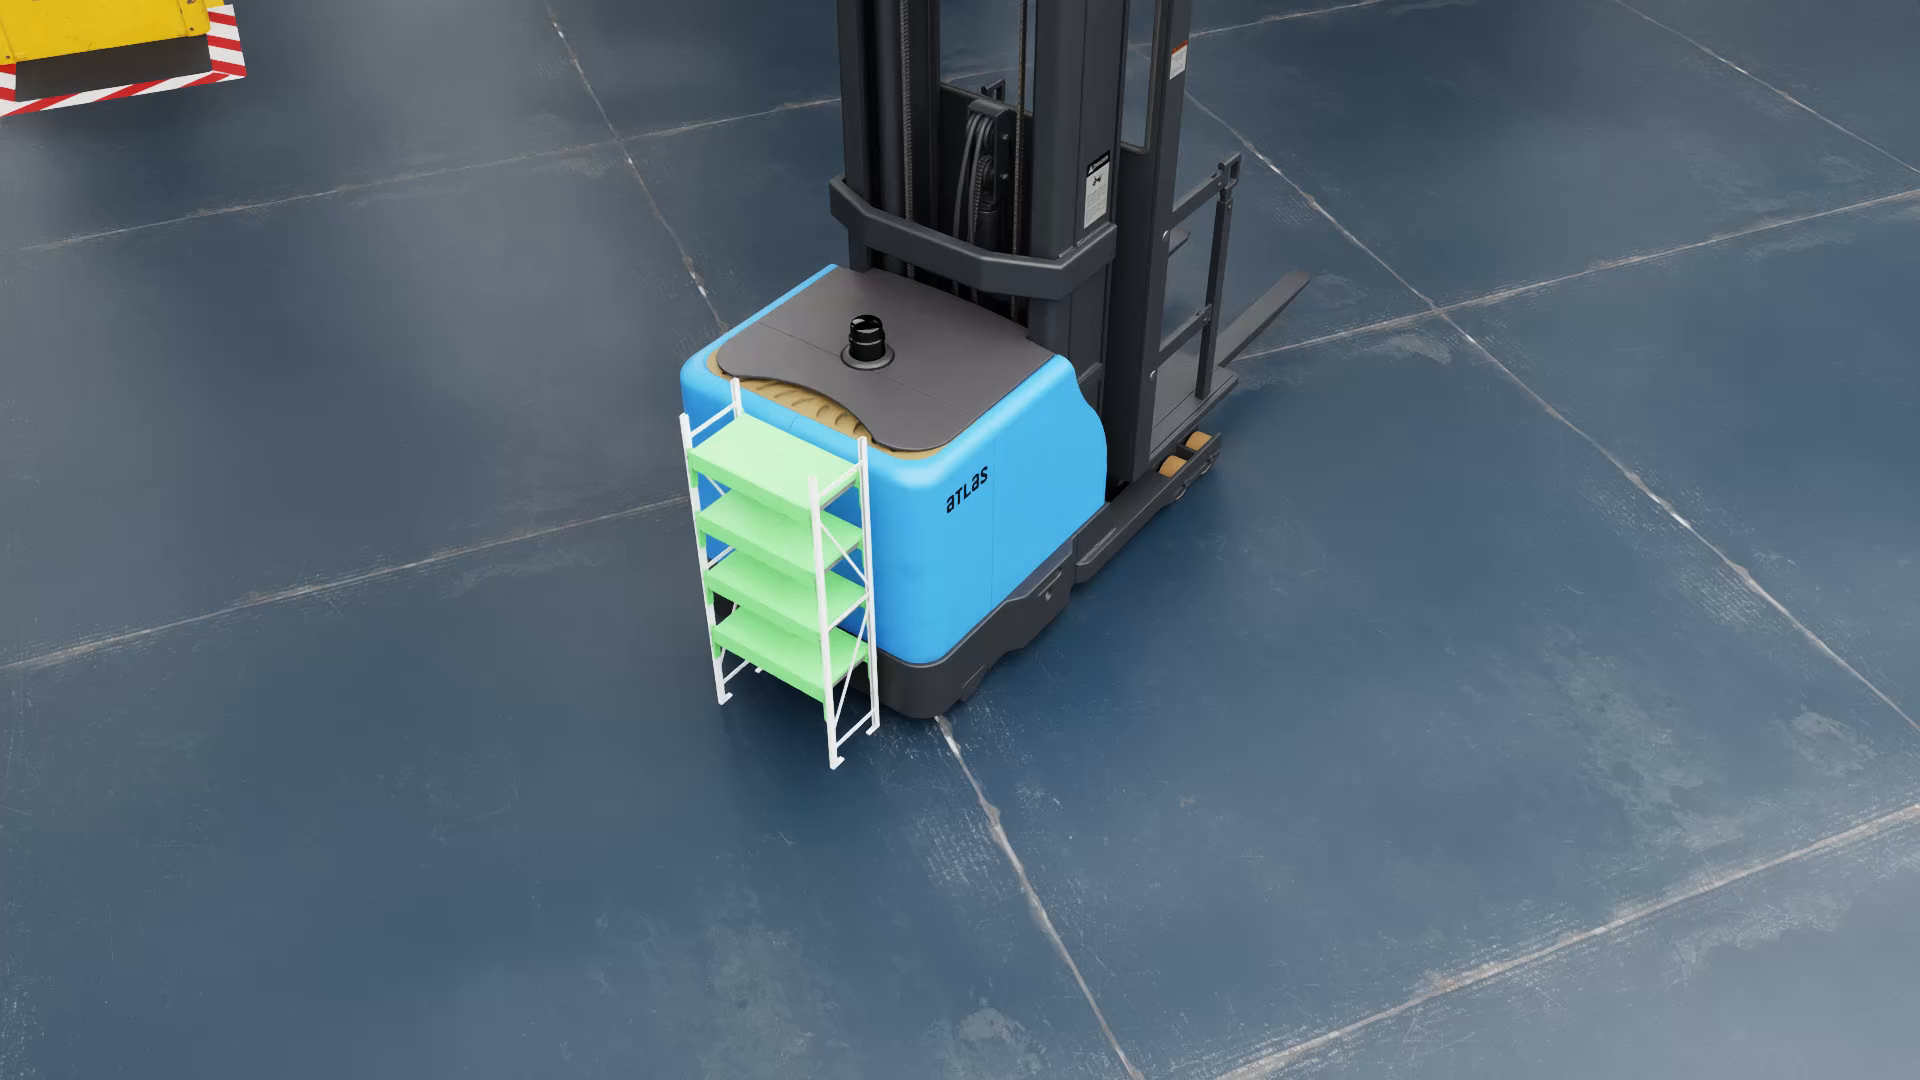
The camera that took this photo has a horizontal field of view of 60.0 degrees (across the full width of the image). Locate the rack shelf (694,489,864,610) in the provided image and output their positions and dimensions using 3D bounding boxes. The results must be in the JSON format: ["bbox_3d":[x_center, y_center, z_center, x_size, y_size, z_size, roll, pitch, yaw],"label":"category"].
[{"bbox_3d":[-0.541,-0.005,5.065,0.480,0.148,0.258,26,47,27],"label":"rack shelf"}]

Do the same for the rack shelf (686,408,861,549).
[{"bbox_3d":[-0.541,-0.186,4.908,0.480,0.148,0.258,26,47,27],"label":"rack shelf"}]

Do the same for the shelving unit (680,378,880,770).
[{"bbox_3d":[-0.541,0.129,5.180,0.503,1.200,0.258,26,47,27],"label":"shelving unit"}]

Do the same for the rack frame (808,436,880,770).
[{"bbox_3d":[-0.344,0.223,5.070,0.015,1.200,0.240,26,47,27],"label":"rack frame"}]

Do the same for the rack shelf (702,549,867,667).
[{"bbox_3d":[-0.541,0.177,5.221,0.480,0.148,0.258,26,47,27],"label":"rack shelf"}]

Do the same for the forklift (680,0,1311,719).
[{"bbox_3d":[0.370,-1.440,5.677,1.130,2.935,3.031,26,47,27],"label":"forklift"}]

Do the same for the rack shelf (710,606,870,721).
[{"bbox_3d":[-0.541,0.359,5.378,0.480,0.148,0.258,26,47,27],"label":"rack shelf"}]

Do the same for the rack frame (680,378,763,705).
[{"bbox_3d":[-0.738,0.035,5.289,0.015,1.200,0.240,26,47,27],"label":"rack frame"}]

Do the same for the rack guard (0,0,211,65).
[{"bbox_3d":[-4.965,-3.097,9.468,1.175,0.500,0.348,-15,43,-17],"label":"rack guard"}]
